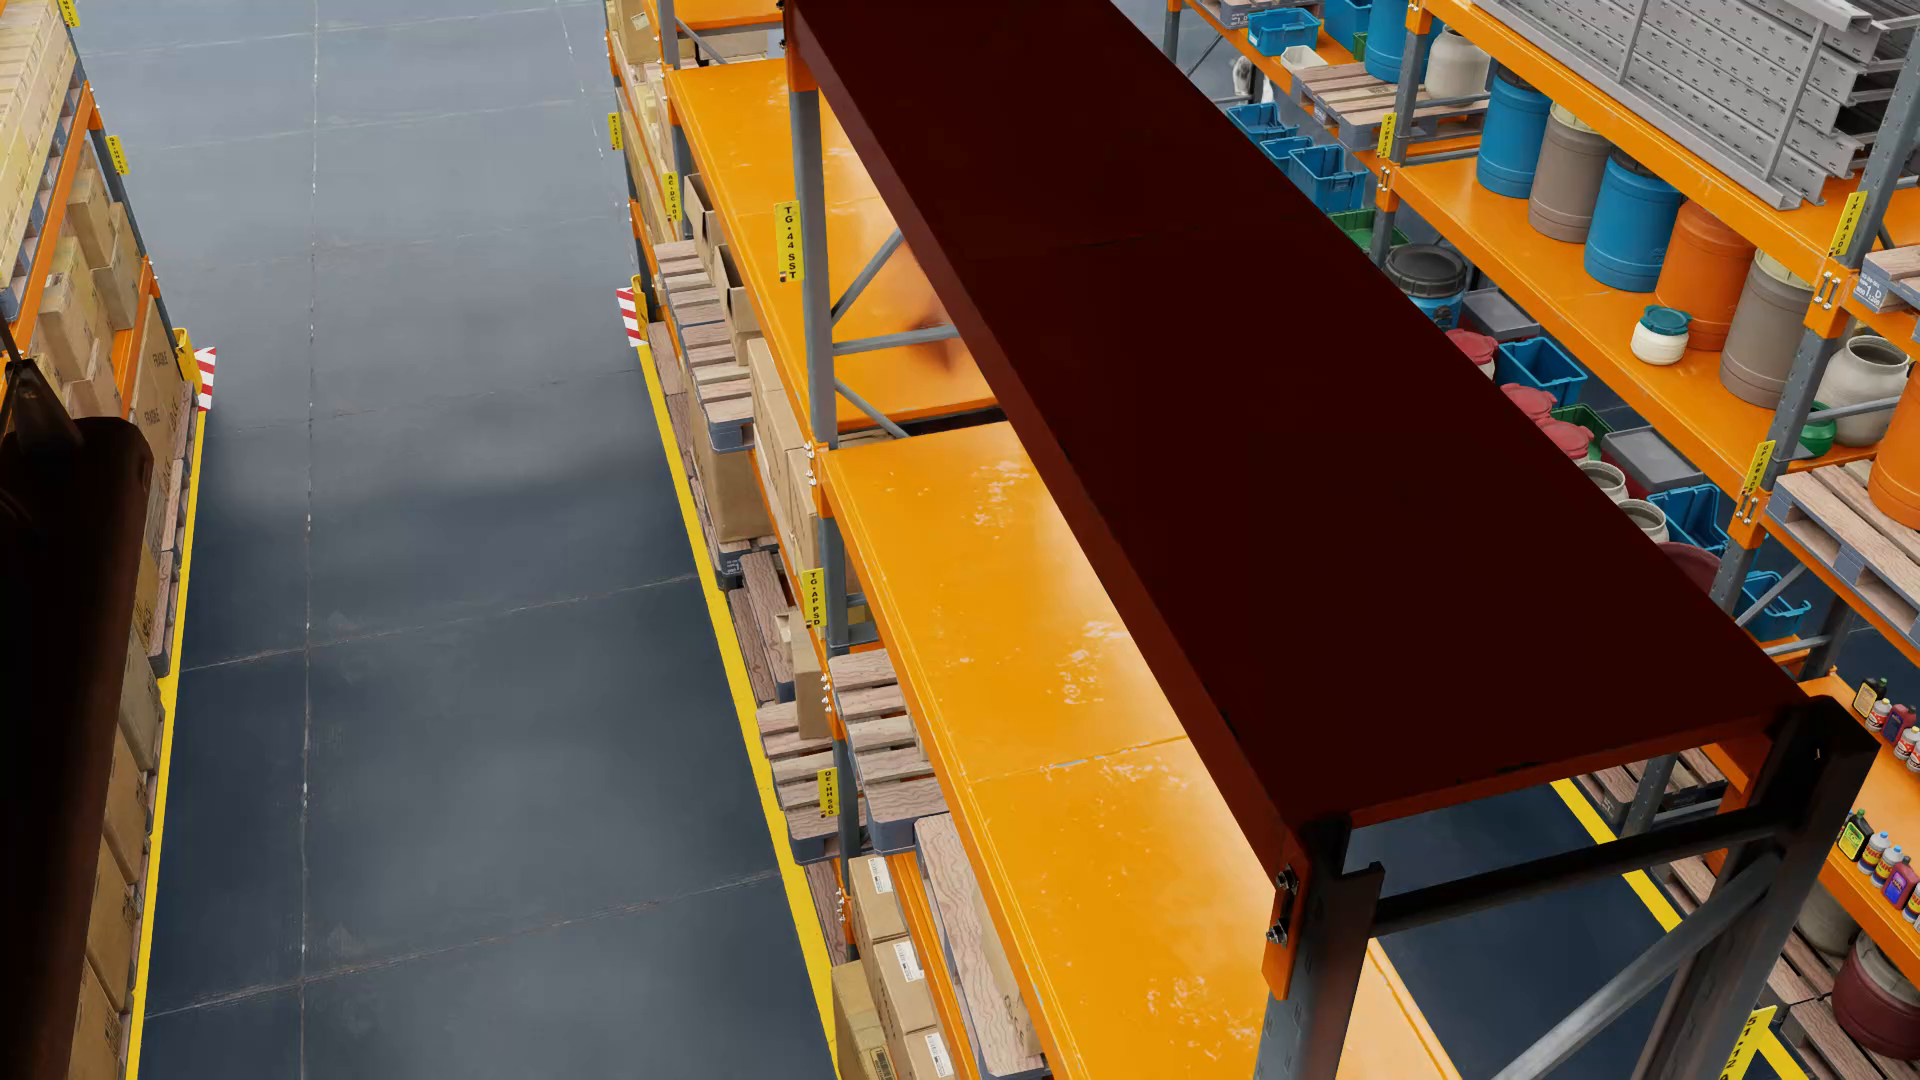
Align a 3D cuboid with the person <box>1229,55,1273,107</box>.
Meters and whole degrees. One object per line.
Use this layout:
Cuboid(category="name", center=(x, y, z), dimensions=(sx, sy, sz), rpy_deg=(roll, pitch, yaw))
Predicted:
Cuboid(category="person", center=(2.994, -4.441, 16.985), dimensions=(0.895, 1.802, 0.686), rpy_deg=(25, 45, 28))
